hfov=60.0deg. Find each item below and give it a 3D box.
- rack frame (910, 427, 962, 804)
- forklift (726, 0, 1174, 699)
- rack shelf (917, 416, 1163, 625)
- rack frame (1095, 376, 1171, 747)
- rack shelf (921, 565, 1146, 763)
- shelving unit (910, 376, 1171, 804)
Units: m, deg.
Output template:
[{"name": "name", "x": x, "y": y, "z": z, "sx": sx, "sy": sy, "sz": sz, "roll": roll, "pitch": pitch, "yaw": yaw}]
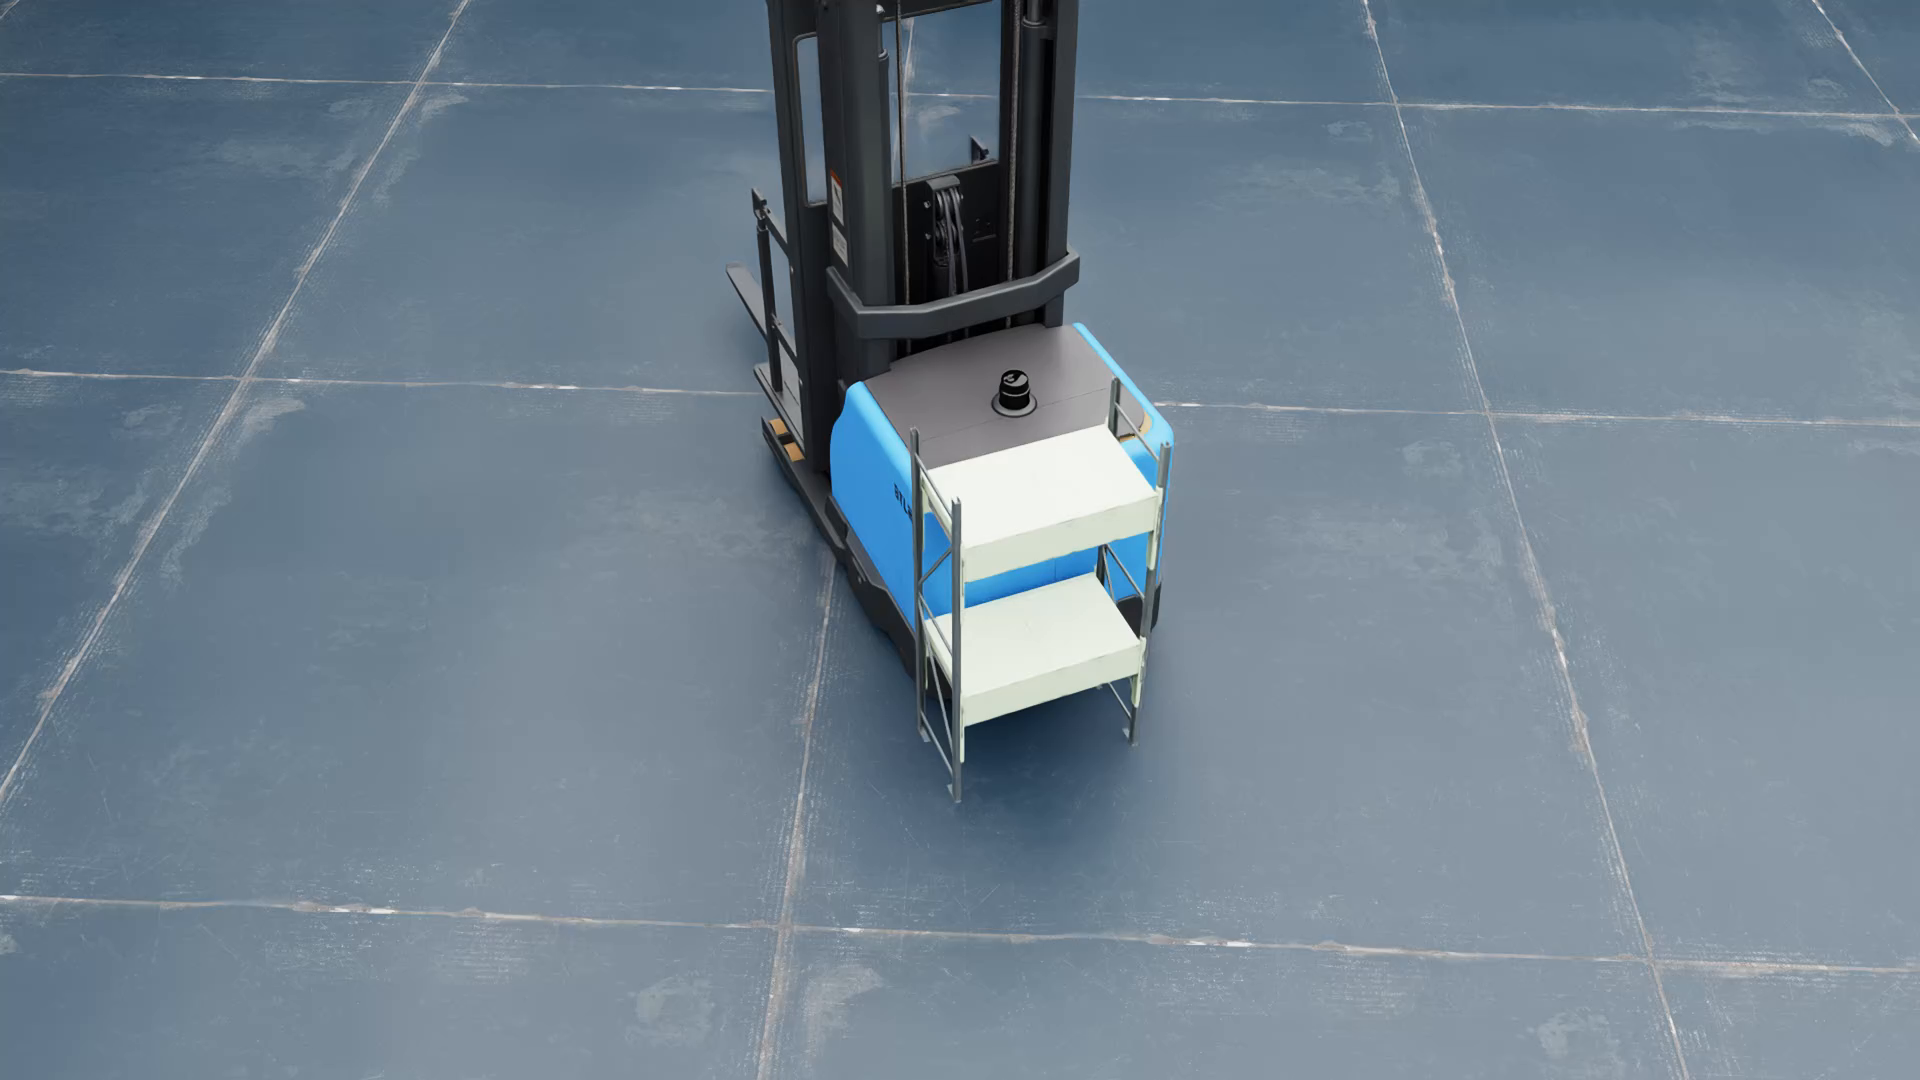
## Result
[{"name": "rack frame", "x": -0.080, "y": 0.307, "z": 5.820, "sx": 0.023, "sy": 1.500, "sz": 0.400, "roll": -15, "pitch": 45, "yaw": -16}, {"name": "forklift", "x": -0.258, "y": -1.463, "z": 6.670, "sx": 1.130, "sy": 2.935, "sz": 3.031, "roll": -17, "pitch": 46, "yaw": -18}, {"name": "rack shelf", "x": 0.260, "y": -0.072, "z": 5.653, "sx": 0.720, "sy": 0.370, "sz": 0.431, "roll": -15, "pitch": 45, "yaw": -16}, {"name": "rack frame", "x": 0.598, "y": 0.119, "z": 6.021, "sx": 0.023, "sy": 1.500, "sz": 0.400, "roll": -15, "pitch": 45, "yaw": -16}, {"name": "rack shelf", "x": 0.259, "y": 0.451, "z": 6.143, "sx": 0.720, "sy": 0.370, "sz": 0.431, "roll": -15, "pitch": 45, "yaw": -16}, {"name": "shelving unit", "x": 0.259, "y": 0.213, "z": 5.920, "sx": 0.755, "sy": 1.500, "sz": 0.431, "roll": -15, "pitch": 45, "yaw": -16}]
